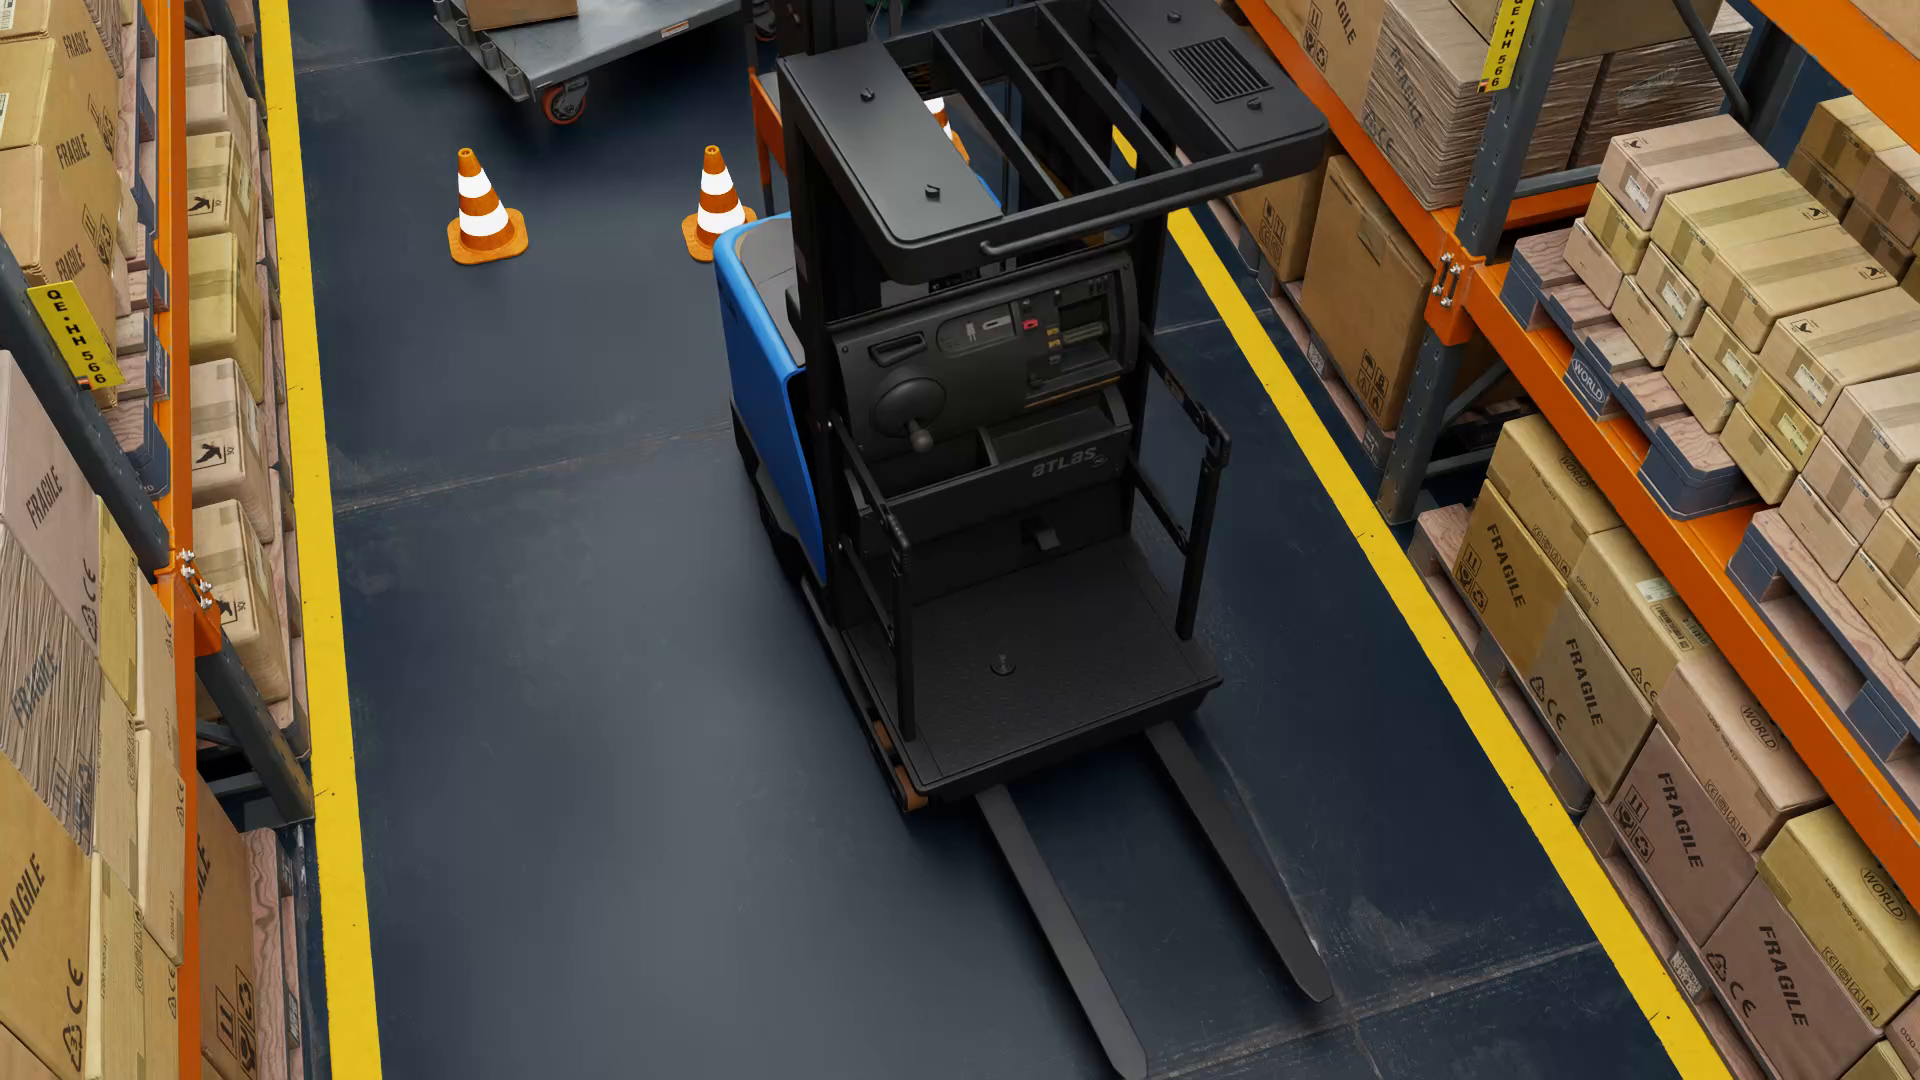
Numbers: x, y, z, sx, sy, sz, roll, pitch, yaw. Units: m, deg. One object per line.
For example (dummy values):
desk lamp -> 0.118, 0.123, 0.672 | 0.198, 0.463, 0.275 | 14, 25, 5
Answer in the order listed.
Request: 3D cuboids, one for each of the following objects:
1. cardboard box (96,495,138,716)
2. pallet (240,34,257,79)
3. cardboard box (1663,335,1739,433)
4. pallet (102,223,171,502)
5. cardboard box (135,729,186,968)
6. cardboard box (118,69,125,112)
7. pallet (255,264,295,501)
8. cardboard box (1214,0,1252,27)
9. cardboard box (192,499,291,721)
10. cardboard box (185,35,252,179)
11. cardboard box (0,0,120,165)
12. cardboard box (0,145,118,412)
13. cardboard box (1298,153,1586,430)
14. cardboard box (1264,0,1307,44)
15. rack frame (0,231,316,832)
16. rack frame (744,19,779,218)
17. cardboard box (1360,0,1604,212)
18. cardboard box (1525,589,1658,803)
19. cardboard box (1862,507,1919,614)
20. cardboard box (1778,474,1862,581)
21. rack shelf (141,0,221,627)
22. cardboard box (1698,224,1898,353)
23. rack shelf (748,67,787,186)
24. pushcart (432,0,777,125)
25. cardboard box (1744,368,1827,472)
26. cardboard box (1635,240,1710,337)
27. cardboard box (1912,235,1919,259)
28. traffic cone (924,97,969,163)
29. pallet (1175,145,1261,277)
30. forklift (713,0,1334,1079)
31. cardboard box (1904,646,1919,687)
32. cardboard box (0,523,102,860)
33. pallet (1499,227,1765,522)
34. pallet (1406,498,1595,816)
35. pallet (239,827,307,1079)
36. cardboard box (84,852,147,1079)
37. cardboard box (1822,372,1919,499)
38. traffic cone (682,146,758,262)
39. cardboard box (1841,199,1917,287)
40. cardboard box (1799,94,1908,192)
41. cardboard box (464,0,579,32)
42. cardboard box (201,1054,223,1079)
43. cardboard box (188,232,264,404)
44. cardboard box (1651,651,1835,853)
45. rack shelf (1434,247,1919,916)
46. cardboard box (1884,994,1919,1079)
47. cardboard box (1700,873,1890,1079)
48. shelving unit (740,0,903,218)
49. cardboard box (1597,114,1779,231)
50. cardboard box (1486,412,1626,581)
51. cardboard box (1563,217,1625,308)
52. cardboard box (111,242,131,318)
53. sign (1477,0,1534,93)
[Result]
cardboard box -> -2.230, 0.206, 3.886 | 0.500, 0.250, 0.500 | -13, 51, -11
pallet -> -4.031, -2.483, 8.205 | 1.003, 0.211, 1.213 | -13, 51, -11
cardboard box -> 2.182, -0.460, 4.566 | 0.380, 0.149, 0.250 | -11, 51, -9
pallet -> -2.929, -0.413, 4.761 | 1.213, 0.211, 1.003 | -13, 51, -11
cardboard box -> -2.052, 0.751, 3.753 | 0.500, 0.250, 0.500 | -12, 51, -10
cardboard box -> -2.966, -1.503, 5.445 | 0.380, 0.149, 0.250 | -12, 51, -10
pallet -> -3.203, -0.540, 6.567 | 1.003, 0.211, 1.213 | -13, 51, -11
cardboard box -> 1.451, -2.364, 7.478 | 1.050, 0.750, 0.750 | -13, 51, -11
cardboard box -> -2.774, 0.319, 5.463 | 0.950, 0.372, 0.625 | -16, 52, -13
cardboard box -> -3.641, -1.805, 7.254 | 0.950, 0.372, 0.625 | -13, 51, -11
cardboard box -> -2.852, -1.388, 4.923 | 0.500, 0.500, 0.500 | -13, 51, -10
cardboard box -> -2.528, -0.622, 4.278 | 0.500, 0.500, 0.500 | -15, 51, -12
cardboard box -> 1.989, -1.046, 6.367 | 1.050, 0.750, 0.750 | -14, 51, -11
cardboard box -> 1.399, -2.201, 6.078 | 0.500, 0.500, 0.500 | -14, 51, -12
rack frame -> -2.616, 0.022, 4.269 | 1.000, 3.000, 0.127 | -13, 51, -11
rack frame -> -0.577, -1.609, 6.233 | 0.400, 2.100, 0.015 | -19, 52, -15
cardboard box -> 1.693, -1.471, 5.463 | 0.500, 0.500, 0.500 | -13, 51, -11
cardboard box -> 2.200, 0.440, 5.277 | 0.500, 0.500, 0.500 | -13, 51, -11
cardboard box -> 2.416, 0.017, 3.968 | 0.380, 0.149, 0.250 | -14, 51, -11
cardboard box -> 2.344, -0.069, 4.236 | 0.380, 0.149, 0.250 | -12, 51, -10
rack shelf -> -3.207, -1.207, 5.776 | 1.077, 0.370, 4.000 | -13, 51, -11
cardboard box -> 2.185, -0.660, 4.345 | 0.380, 0.149, 0.250 | -14, 51, -11
rack shelf -> -0.479, -1.430, 6.098 | 0.431, 0.518, 0.480 | -19, 52, -15
pushcart -> -1.636, -2.606, 8.200 | 1.648, 0.377, 0.936 | -30, 56, -23
cardboard box -> 2.273, -0.347, 4.276 | 0.380, 0.149, 0.250 | -13, 51, -11
cardboard box -> 2.116, -0.725, 4.594 | 0.380, 0.149, 0.250 | -11, 51, -9
cardboard box -> 2.815, -0.788, 4.453 | 0.380, 0.149, 0.250 | -12, 51, -10
traffic cone -> -0.146, -1.954, 7.594 | 0.336, 0.463, 0.334 | -13, 51, -11
pallet -> 1.564, -1.754, 7.591 | 1.003, 0.211, 1.213 | -13, 51, -11
forklift -> 0.180, -0.434, 4.698 | 1.130, 2.935, 3.031 | -18, 52, -15
cardboard box -> 2.492, 0.305, 3.920 | 0.380, 0.149, 0.250 | -15, 51, -12
cardboard box -> -2.054, 0.359, 3.266 | 0.500, 0.500, 0.500 | -13, 51, -10
pallet -> 2.395, -0.613, 4.930 | 1.213, 0.211, 1.003 | -13, 51, -11
pallet -> 2.312, 0.299, 5.860 | 1.003, 0.211, 1.213 | -13, 51, -11
pallet -> -2.455, 1.514, 4.836 | 1.003, 0.211, 1.213 | -13, 51, -11
cardboard box -> -1.904, 0.949, 3.260 | 0.500, 0.250, 0.500 | -15, 51, -12
cardboard box -> 2.344, -0.269, 4.016 | 0.380, 0.149, 0.250 | -11, 51, -9
traffic cone -> -1.054, -1.507, 7.218 | 0.336, 0.463, 0.334 | -13, 51, -11
cardboard box -> 2.744, -0.869, 4.716 | 0.380, 0.149, 0.250 | -12, 51, -10
cardboard box -> 2.666, -1.163, 4.769 | 0.380, 0.149, 0.250 | -15, 52, -12
cardboard box -> -2.107, -2.762, 7.756 | 0.500, 0.500, 0.500 | -13, 51, -11
cardboard box -> -2.231, 1.747, 3.930 | 0.875, 0.875, 0.875 | -13, 51, -11
cardboard box -> -3.218, -0.774, 6.384 | 0.950, 0.372, 0.625 | -12, 51, -10
cardboard box -> 2.339, 0.551, 4.694 | 0.500, 0.250, 0.500 | -13, 51, -11
rack shelf -> 2.674, 0.522, 4.319 | 1.077, 0.370, 4.000 | -13, 51, -11
cardboard box -> 2.665, 1.314, 4.050 | 0.500, 0.250, 0.500 | -11, 51, -9
cardboard box -> 2.507, 1.187, 4.648 | 0.500, 0.500, 0.500 | -14, 51, -12
shelving unit -> -0.479, -1.439, 6.087 | 0.431, 2.100, 0.503 | -19, 52, -15
cardboard box -> 2.036, -1.033, 4.659 | 0.380, 0.149, 0.250 | -13, 51, -11
cardboard box -> 2.055, -0.184, 5.313 | 0.500, 0.250, 0.500 | -15, 52, -13
cardboard box -> 2.022, -0.853, 4.897 | 0.380, 0.149, 0.250 | -14, 51, -11
cardboard box -> -2.623, -0.736, 4.798 | 0.380, 0.149, 0.250 | -16, 52, -13
sign -> 1.554, -1.416, 4.725 | 0.100, 0.325, 0.005 | -13, 51, -11
